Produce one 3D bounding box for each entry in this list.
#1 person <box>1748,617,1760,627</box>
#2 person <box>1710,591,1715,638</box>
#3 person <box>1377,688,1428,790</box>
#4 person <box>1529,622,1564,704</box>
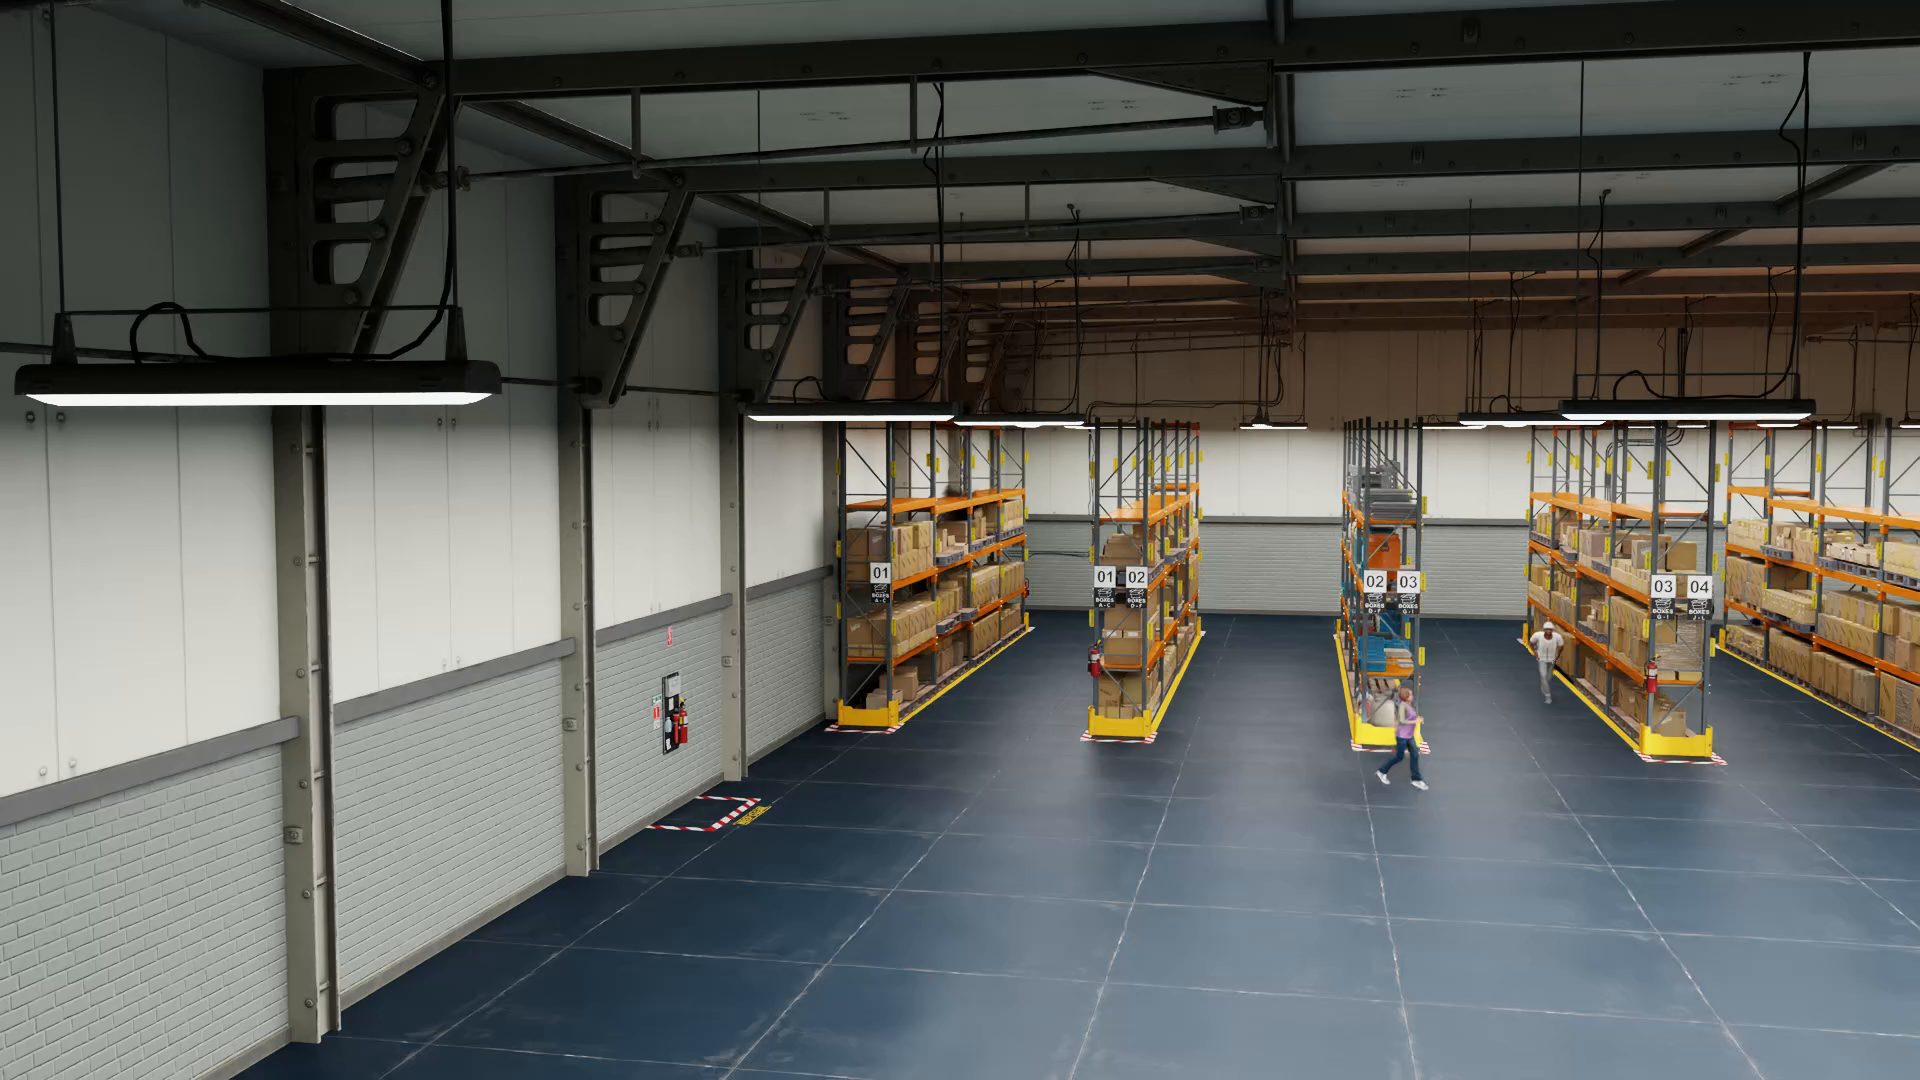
[{"bbox_3d":[21.637,2.009,45.005,0.533,1.595,0.698,4,5,45],"label":"person"},{"bbox_3d":[20.198,1.968,45.014,0.675,1.739,0.658,-1,4,-12],"label":"person"},{"bbox_3d":[7.107,3.170,26.661,0.830,1.610,0.572,2,4,34],"label":"person"},{"bbox_3d":[12.496,2.583,35.469,0.704,1.743,0.958,1,4,15],"label":"person"}]
